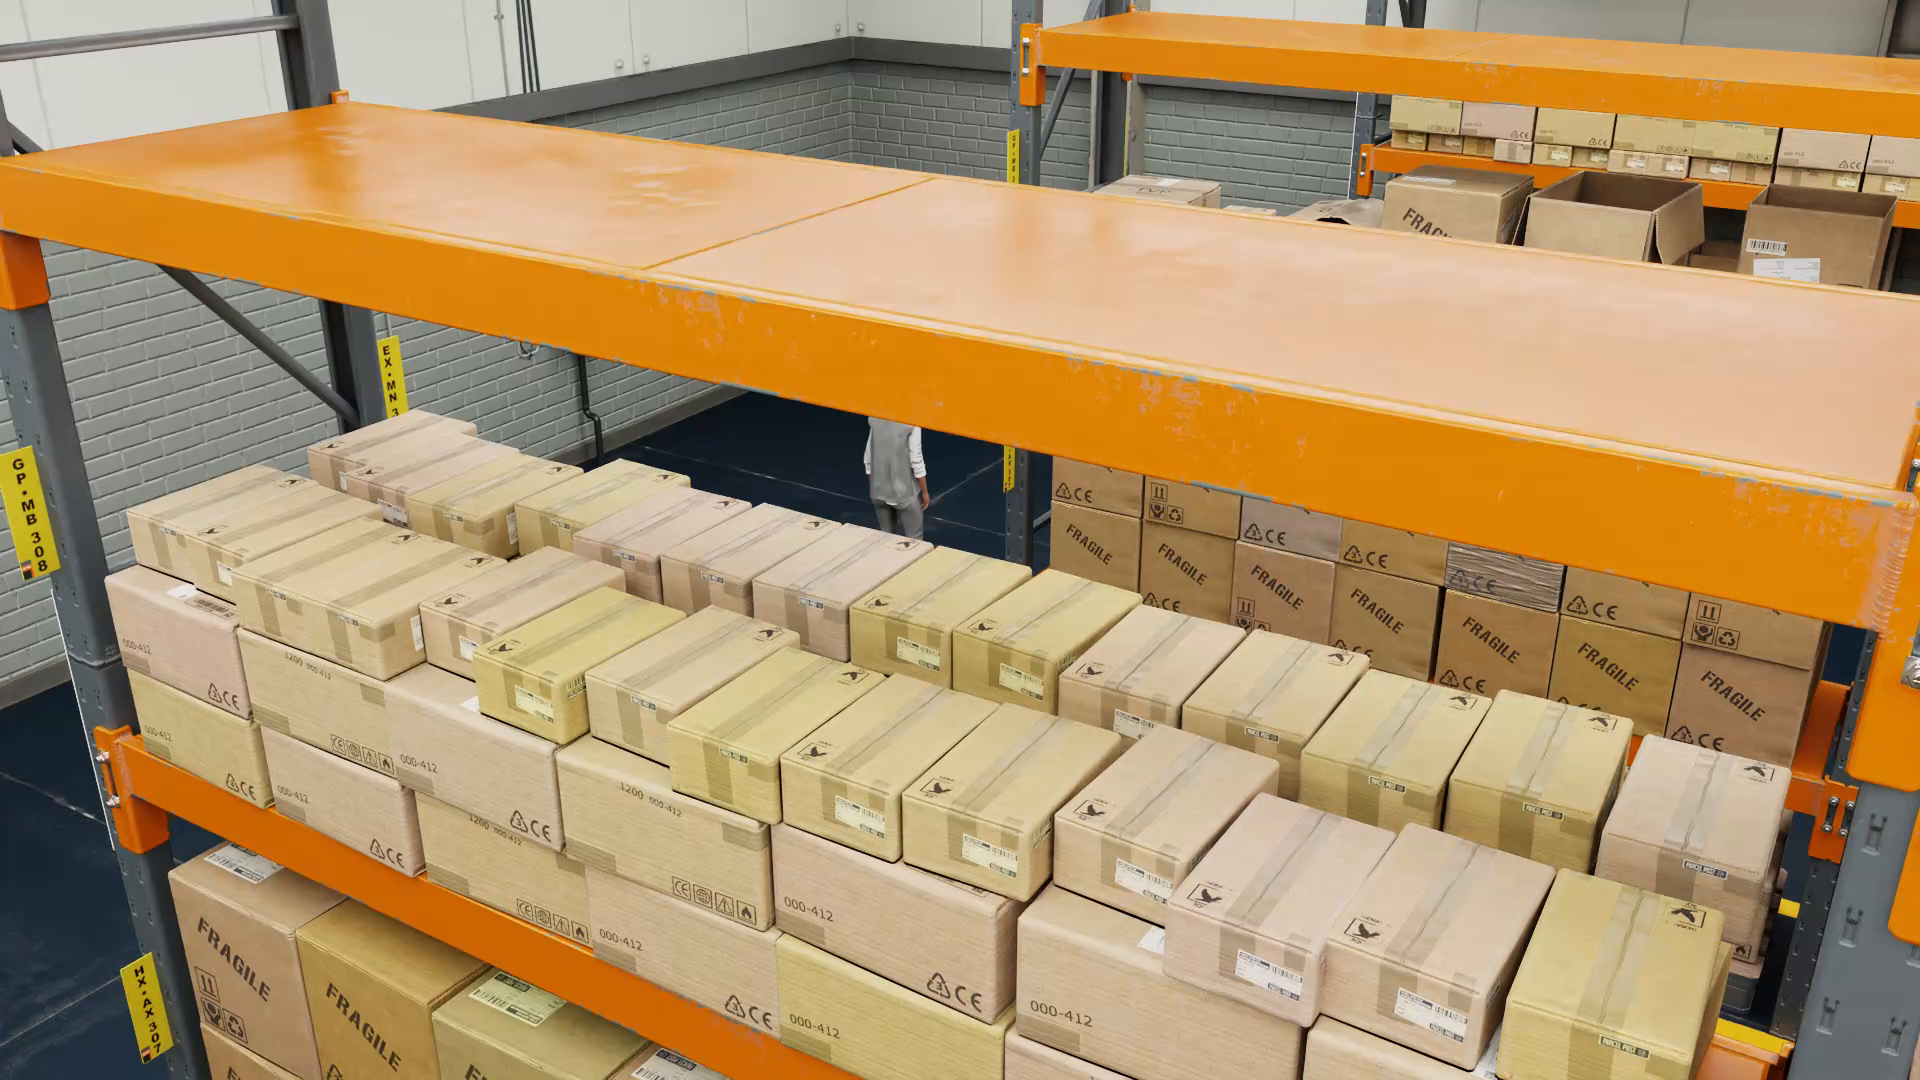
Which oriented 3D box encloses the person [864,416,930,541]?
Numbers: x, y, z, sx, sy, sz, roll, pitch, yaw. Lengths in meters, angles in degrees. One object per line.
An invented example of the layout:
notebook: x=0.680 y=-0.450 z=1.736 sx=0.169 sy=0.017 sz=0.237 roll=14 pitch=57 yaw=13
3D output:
person: x=-0.423 y=-0.323 z=11.300 sx=0.480 sy=1.592 sz=0.346 roll=12 pitch=26 yaw=26
